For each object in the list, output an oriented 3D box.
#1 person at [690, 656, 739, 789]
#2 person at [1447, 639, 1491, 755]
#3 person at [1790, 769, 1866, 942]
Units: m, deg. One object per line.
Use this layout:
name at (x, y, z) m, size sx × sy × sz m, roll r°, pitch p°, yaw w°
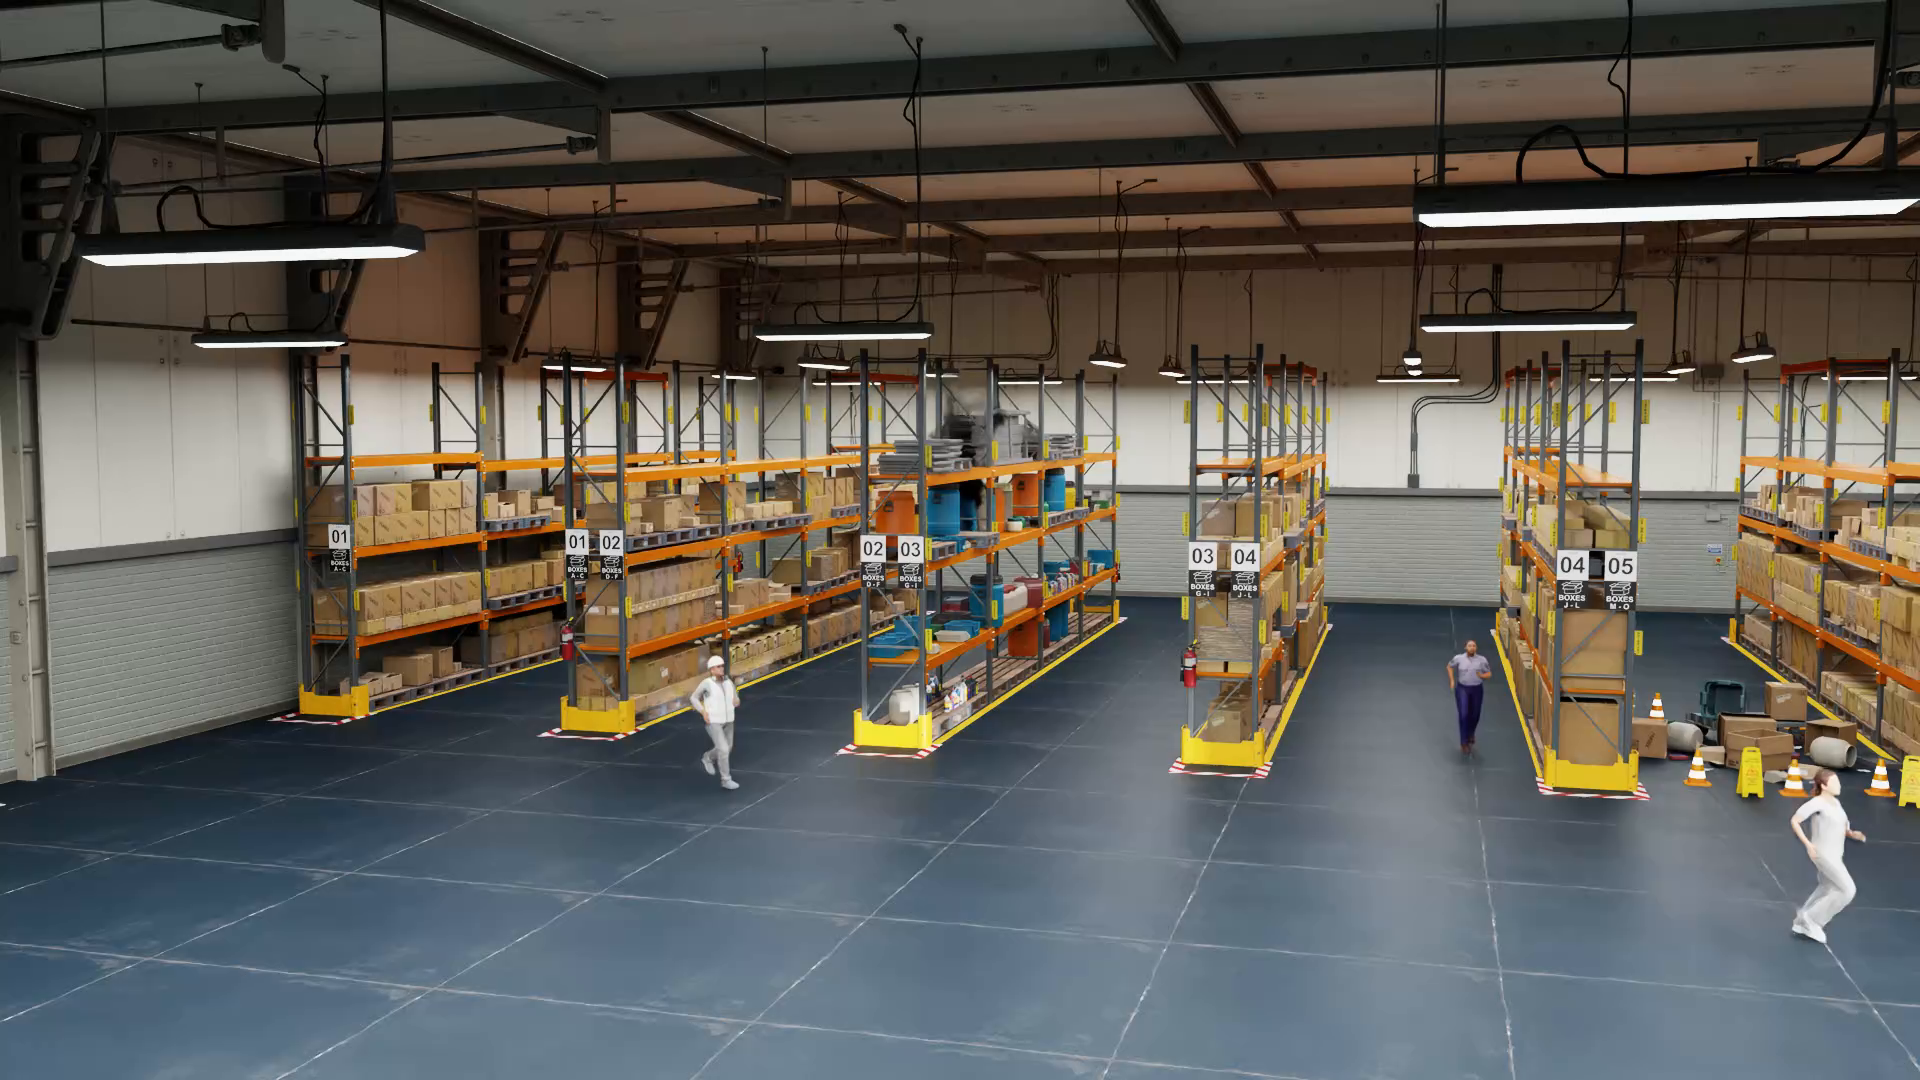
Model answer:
person at (-3.262, 2.438, 22.428) m, size 0.919 × 1.750 × 0.667 m, roll 4°, pitch 6°, yaw 44°
person at (7.620, 2.303, 24.861) m, size 0.594 × 1.671 × 0.895 m, roll 0°, pitch 4°, yaw 6°
person at (8.210, 2.988, 15.713) m, size 0.541 × 1.636 × 0.640 m, roll -4°, pitch 6°, yaw -40°
